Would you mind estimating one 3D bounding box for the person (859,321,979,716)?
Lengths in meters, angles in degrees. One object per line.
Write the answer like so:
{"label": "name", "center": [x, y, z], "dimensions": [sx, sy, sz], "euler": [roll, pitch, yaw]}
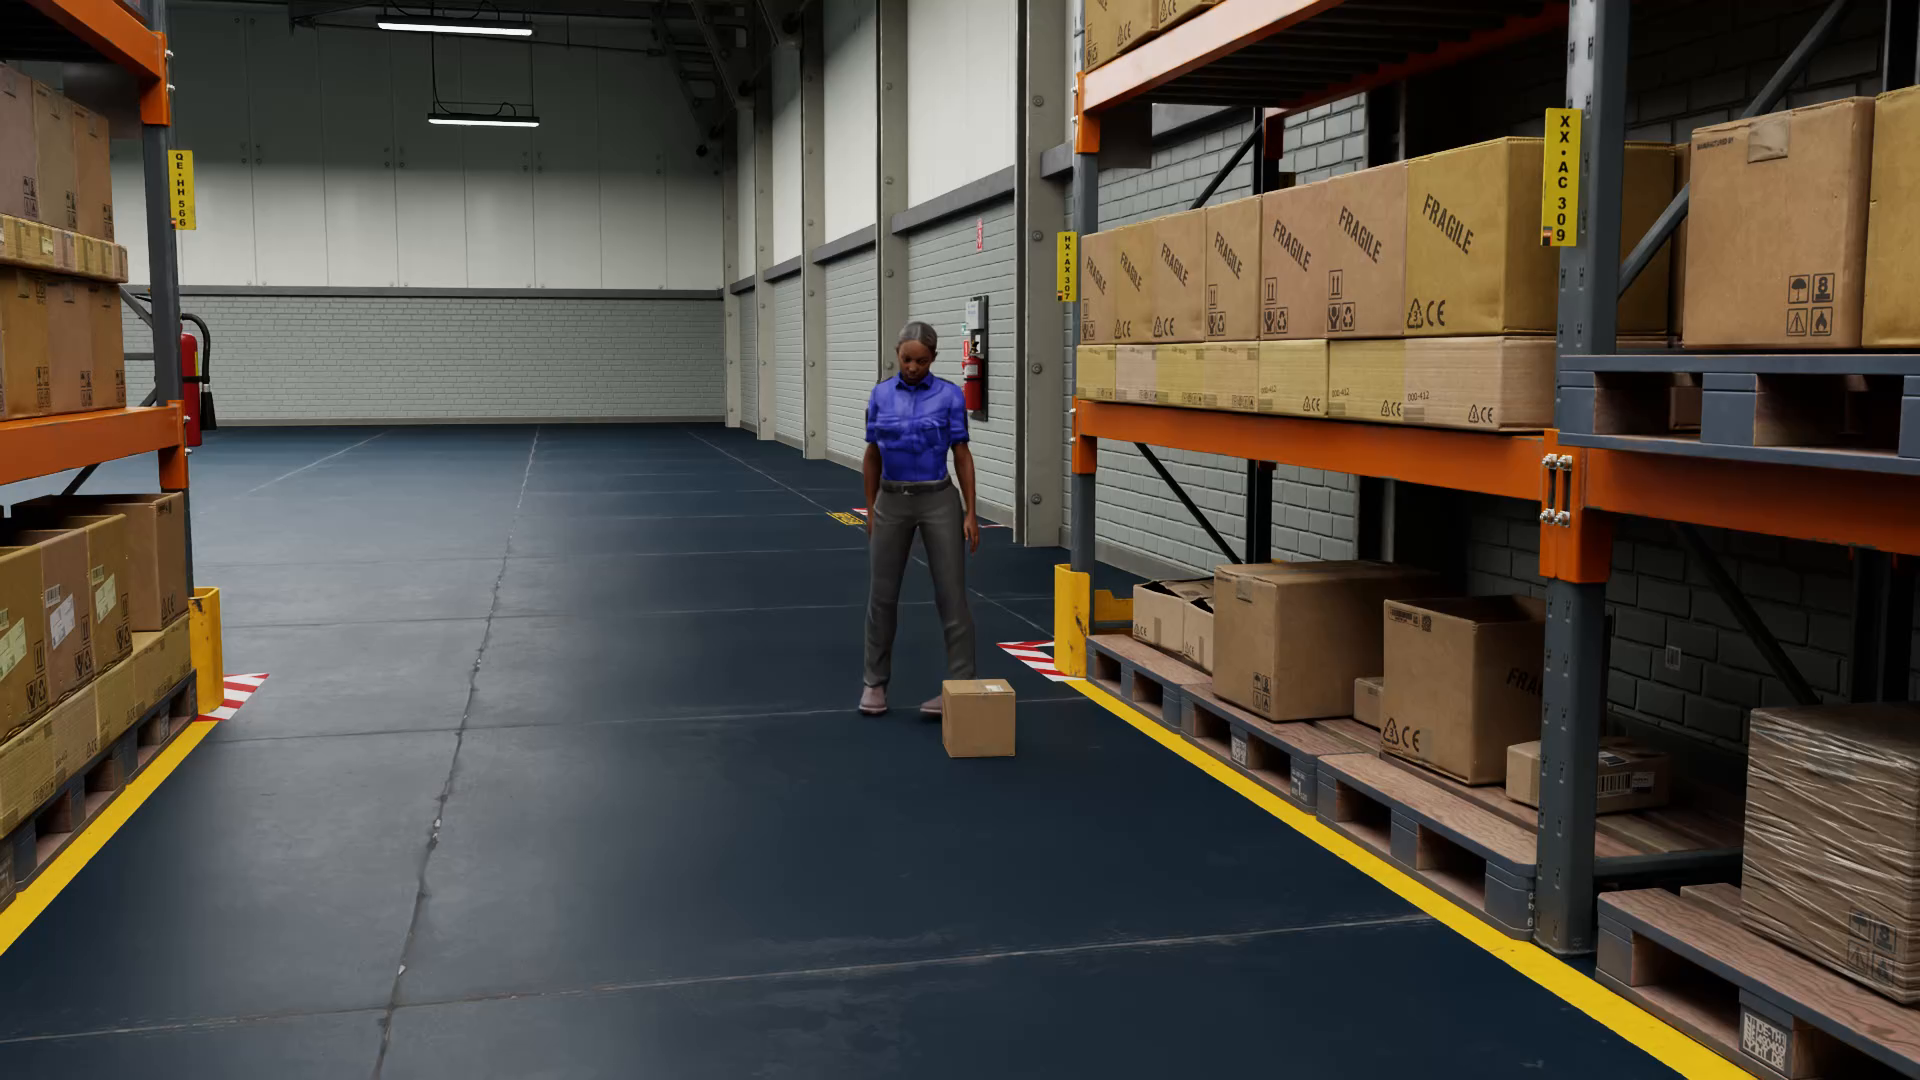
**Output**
{"label": "person", "center": [-0.179, -0.090, 7.008], "dimensions": [0.515, 1.646, 0.398], "euler": [1, 6, 8]}
